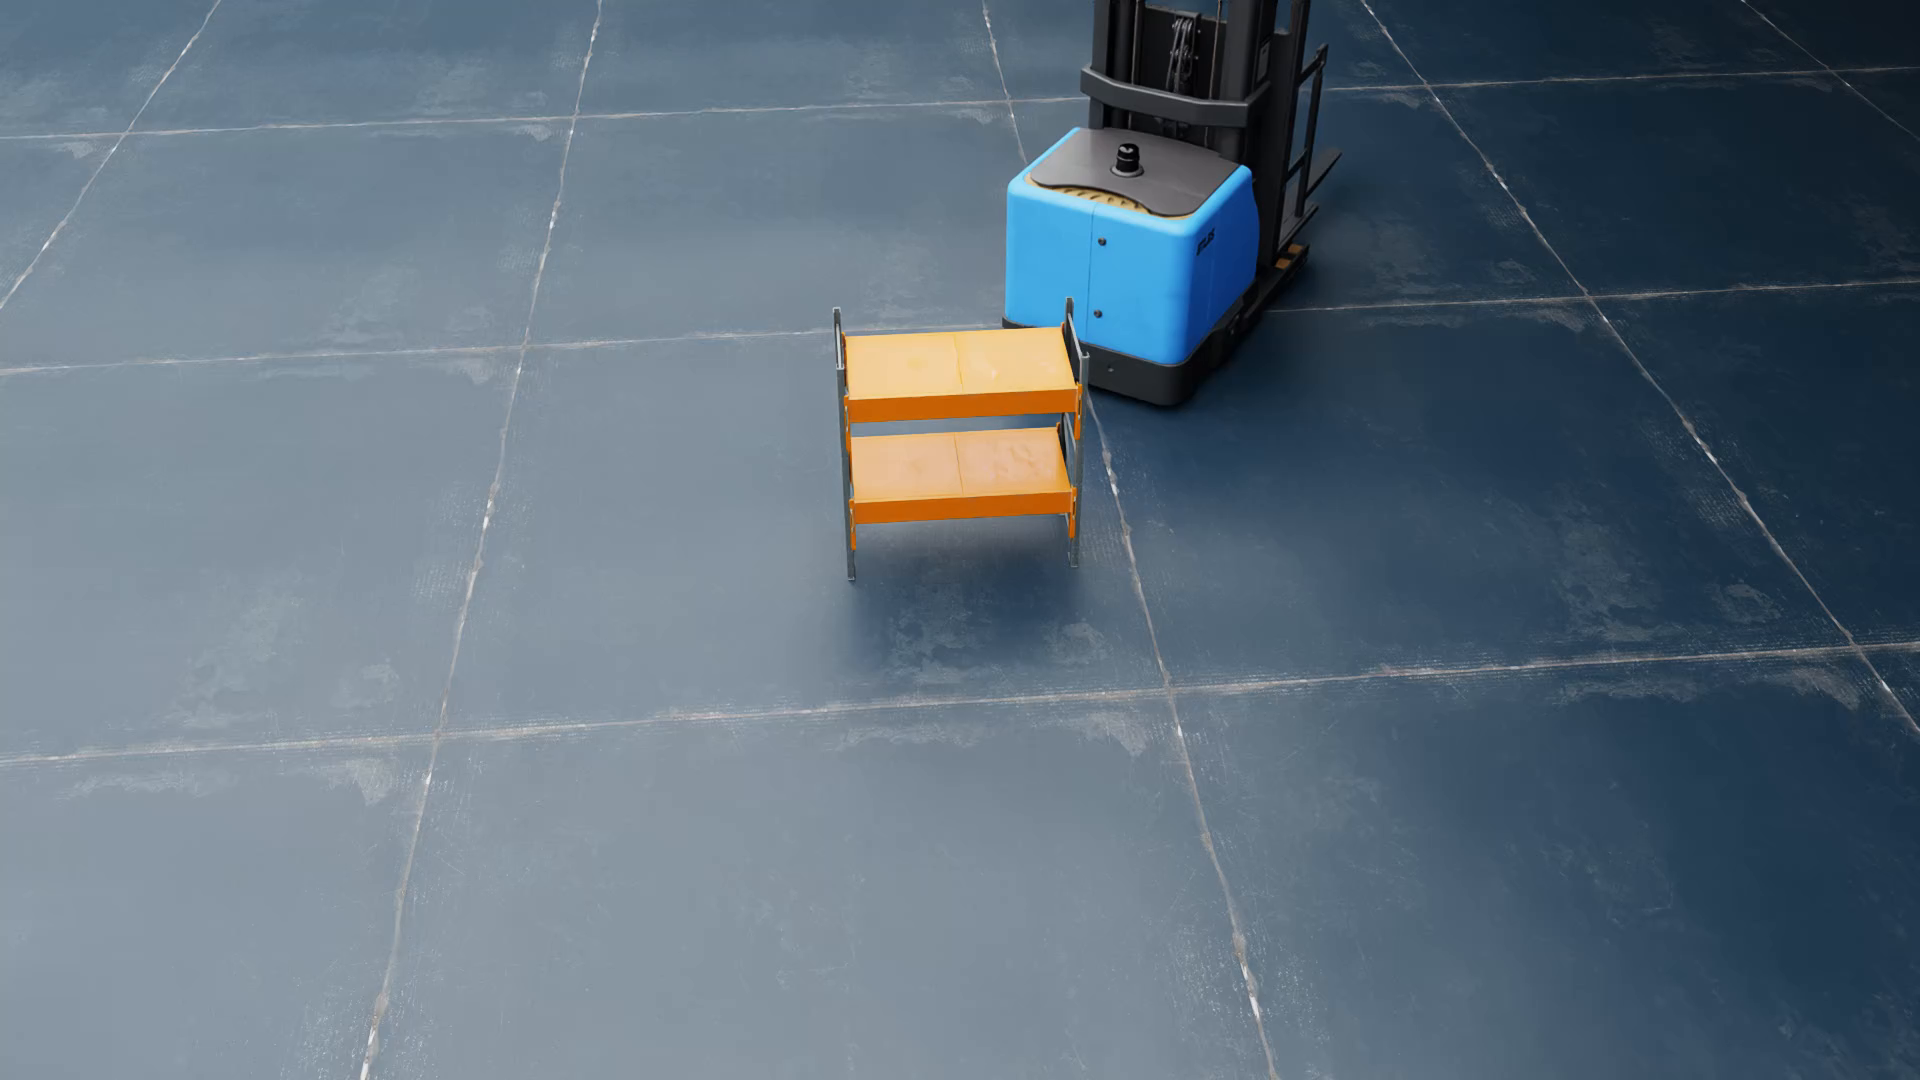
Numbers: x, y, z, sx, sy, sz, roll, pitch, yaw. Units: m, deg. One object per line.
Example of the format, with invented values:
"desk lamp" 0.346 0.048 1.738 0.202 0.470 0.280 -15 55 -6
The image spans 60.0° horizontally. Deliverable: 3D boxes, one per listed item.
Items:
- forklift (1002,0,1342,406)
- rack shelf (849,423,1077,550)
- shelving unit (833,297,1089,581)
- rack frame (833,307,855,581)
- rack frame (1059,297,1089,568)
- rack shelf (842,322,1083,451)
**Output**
"forklift" 1.382 -2.734 8.848 1.130 2.935 3.031 19 42 23
"rack shelf" -0.007 -0.249 7.553 1.000 0.278 0.538 -3 38 -4
"shelving unit" -0.007 -0.441 7.401 1.048 1.125 0.538 -3 38 -4
"rack frame" -0.513 -0.413 7.366 0.032 1.125 0.500 -3 38 -4
"rack frame" 0.500 -0.469 7.436 0.032 1.125 0.500 -3 38 -4
"rack shelf" -0.007 -0.671 7.220 1.000 0.278 0.538 -3 38 -4
